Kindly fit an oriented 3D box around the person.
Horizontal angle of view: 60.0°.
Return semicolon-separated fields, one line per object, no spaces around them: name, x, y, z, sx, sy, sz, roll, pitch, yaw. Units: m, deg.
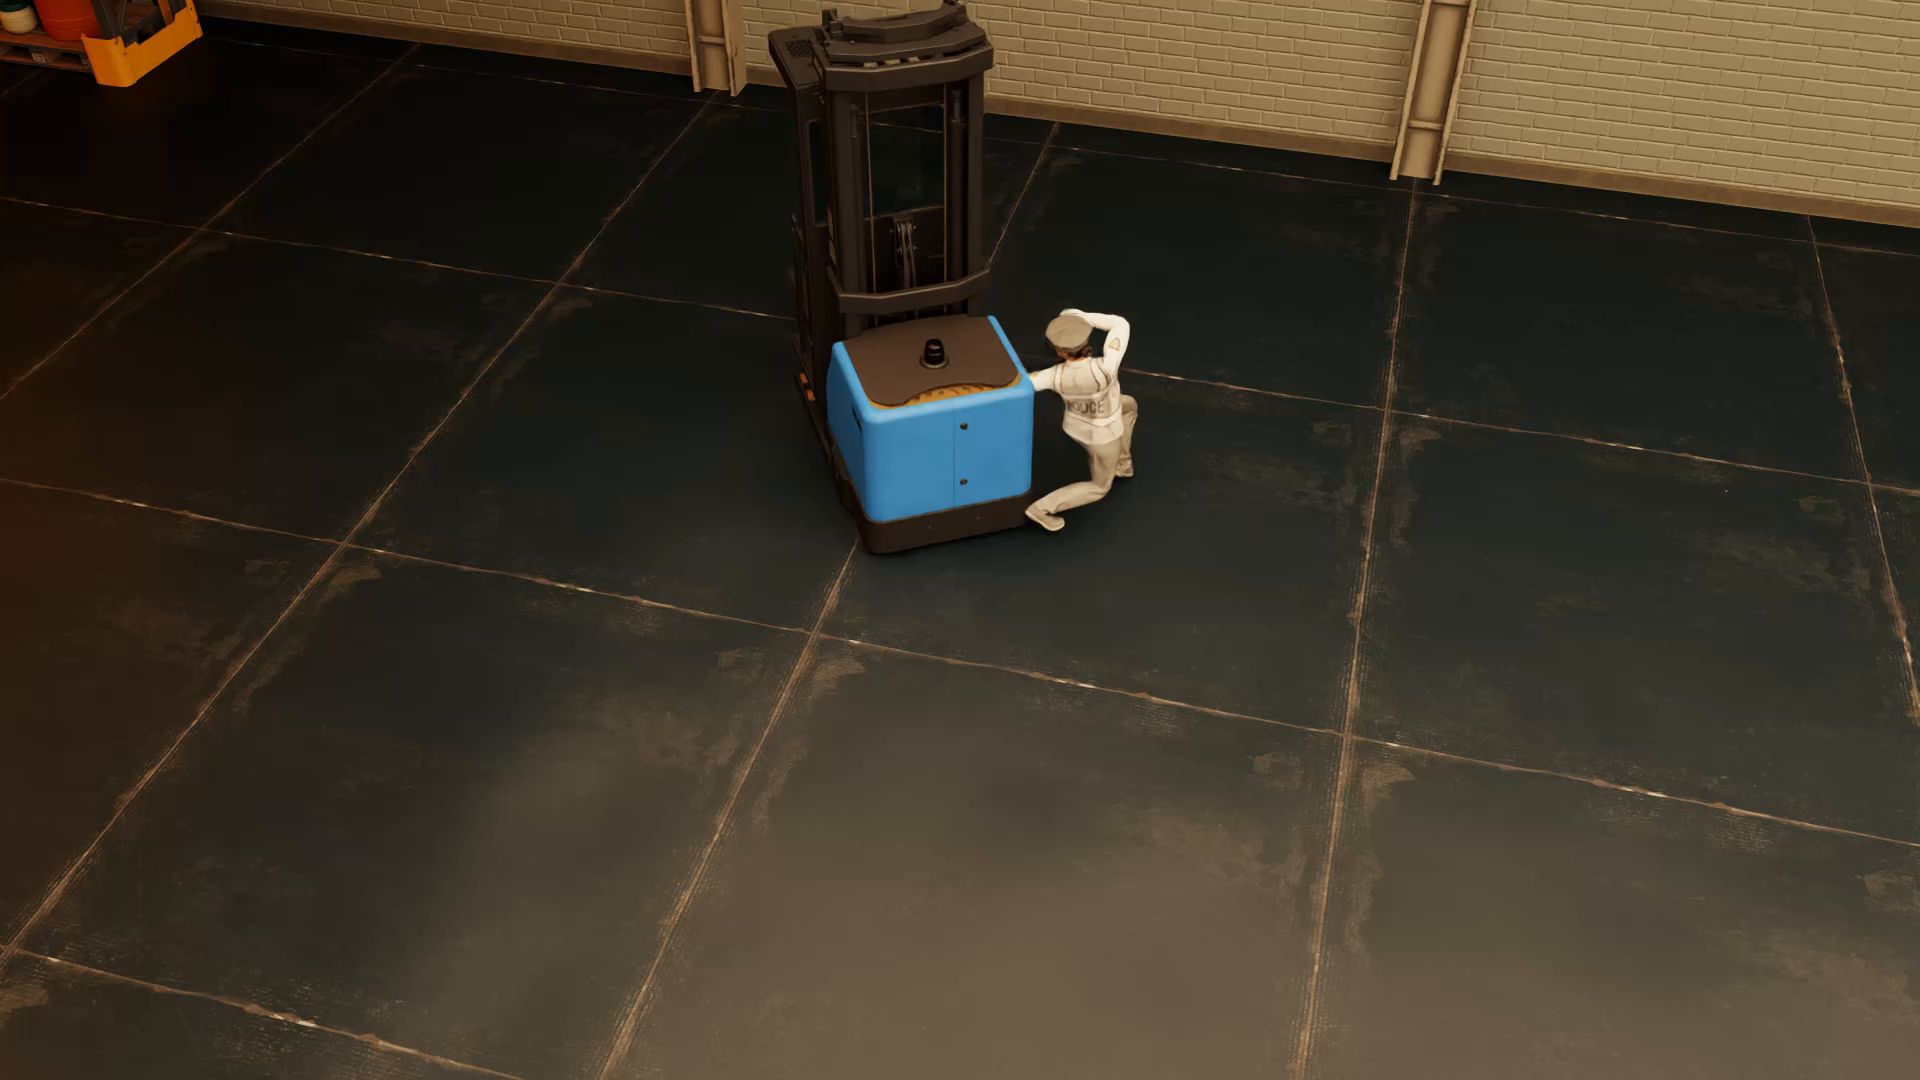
person;0.609;-0.839;9.965;0.892;1.381;0.928;30;49;30

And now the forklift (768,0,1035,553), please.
forklift;-0.475;-2.006;10.150;1.130;2.935;3.031;-11;43;-13
